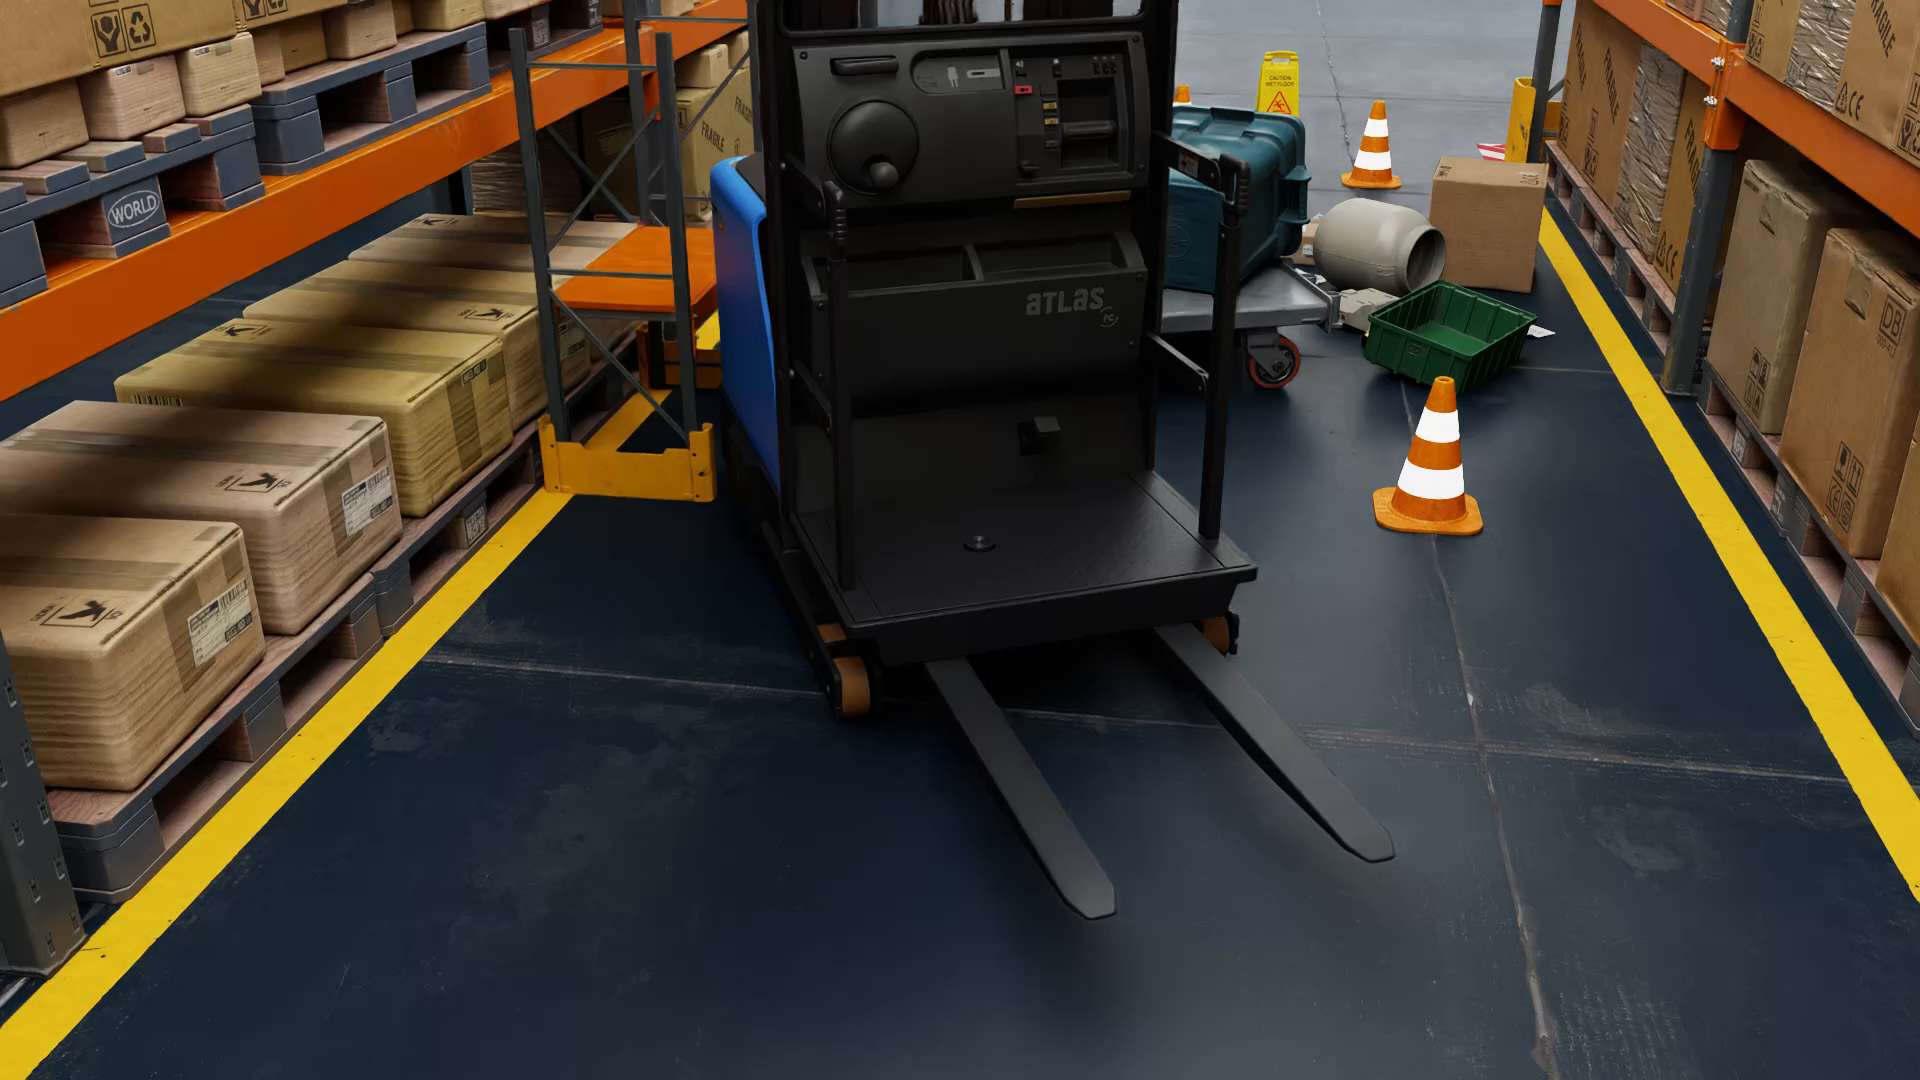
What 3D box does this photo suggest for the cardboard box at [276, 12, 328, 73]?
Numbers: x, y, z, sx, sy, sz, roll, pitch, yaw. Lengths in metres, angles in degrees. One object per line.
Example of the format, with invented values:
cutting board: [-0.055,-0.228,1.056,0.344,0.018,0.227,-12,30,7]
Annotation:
cardboard box: [-1.877,-1.299,4.289,0.380,0.149,0.250,5,26,11]

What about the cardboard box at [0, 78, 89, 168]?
cardboard box: [-2.003,-0.847,3.323,0.380,0.149,0.250,2,25,5]

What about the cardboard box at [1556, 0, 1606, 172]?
cardboard box: [3.843,-2.517,9.100,0.875,0.875,0.875,4,25,9]

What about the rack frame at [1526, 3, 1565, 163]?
rack frame: [3.889,-3.577,9.354,1.000,3.000,0.127,4,25,9]

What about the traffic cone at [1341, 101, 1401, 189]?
traffic cone: [2.401,-2.305,9.628,0.336,0.463,0.334,4,25,9]

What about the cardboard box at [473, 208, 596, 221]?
cardboard box: [-1.834,-1.416,7.484,0.500,0.250,0.500,5,26,11]

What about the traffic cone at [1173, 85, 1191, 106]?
traffic cone: [1.342,-2.525,10.099,0.336,0.463,0.334,4,25,9]

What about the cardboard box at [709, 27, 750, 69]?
cardboard box: [-1.140,-2.275,7.669,0.380,0.149,0.250,5,26,11]

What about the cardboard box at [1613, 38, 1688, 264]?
cardboard box: [3.550,-1.768,7.499,0.875,0.875,0.875,4,25,9]

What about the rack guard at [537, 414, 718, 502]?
rack guard: [-1.105,-0.274,5.540,0.587,0.250,0.087,4,25,8]

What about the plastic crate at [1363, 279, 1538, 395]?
plastic crate: [1.971,-0.820,6.713,0.450,0.188,0.662,29,36,30]

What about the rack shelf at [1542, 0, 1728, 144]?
rack shelf: [3.562,-2.415,7.720,1.077,0.370,4.000,4,25,9]

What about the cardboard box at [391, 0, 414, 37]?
cardboard box: [-1.802,-1.518,4.756,0.380,0.149,0.250,3,25,7]

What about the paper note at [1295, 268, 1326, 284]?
paper note: [1.652,-1.251,7.895,0.172,0.023,0.155,13,28,26]

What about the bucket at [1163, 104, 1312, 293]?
bucket: [0.983,-1.327,6.615,0.726,0.611,0.620,13,38,26]

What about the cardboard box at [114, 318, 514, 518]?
cardboard box: [-1.974,-0.394,5.157,0.950,0.372,0.625,5,26,10]

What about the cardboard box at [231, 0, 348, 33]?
cardboard box: [-1.858,-1.515,3.985,0.500,0.500,0.500,4,25,9]

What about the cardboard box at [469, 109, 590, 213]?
cardboard box: [-1.833,-1.756,7.326,0.500,0.500,0.500,4,25,8]

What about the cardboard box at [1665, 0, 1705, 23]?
cardboard box: [3.351,-2.359,6.574,0.875,0.550,0.550,4,25,9]

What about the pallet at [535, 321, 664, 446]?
pallet: [-1.791,-0.616,6.318,1.003,0.211,1.213,4,25,9]

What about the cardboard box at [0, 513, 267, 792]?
cardboard box: [-2.217,0.232,3.820,0.950,0.372,0.625,2,25,5]

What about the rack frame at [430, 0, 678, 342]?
rack frame: [-1.665,-2.205,6.422,1.000,3.000,0.127,4,25,9]

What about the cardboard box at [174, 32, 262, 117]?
cardboard box: [-1.847,-1.072,3.804,0.380,0.149,0.250,4,25,9]

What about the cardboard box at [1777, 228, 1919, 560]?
cardboard box: [3.061,-0.407,4.739,1.050,0.750,0.750,4,25,9]

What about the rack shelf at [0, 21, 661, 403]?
rack shelf: [-1.992,-1.043,4.788,1.077,0.370,4.000,4,25,9]

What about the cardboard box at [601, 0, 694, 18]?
cardboard box: [-1.297,-2.201,6.710,0.380,0.149,0.250,4,25,8]

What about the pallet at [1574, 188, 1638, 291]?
pallet: [3.633,-1.466,8.132,1.003,0.211,1.213,4,25,9]

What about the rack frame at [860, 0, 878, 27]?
rack frame: [-1.011,-3.878,9.996,1.000,3.000,0.127,4,25,9]

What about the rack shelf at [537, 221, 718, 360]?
rack shelf: [-1.029,-0.890,5.806,0.538,0.185,1.000,4,25,8]

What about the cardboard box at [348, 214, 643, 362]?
cardboard box: [-1.748,-0.986,6.421,0.950,0.372,0.625,4,25,9]

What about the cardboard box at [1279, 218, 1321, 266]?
cardboard box: [1.699,-1.513,8.168,0.396,0.266,0.258,8,26,18]

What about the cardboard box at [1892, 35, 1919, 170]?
cardboard box: [2.634,-1.116,3.978,0.500,0.500,0.500,4,25,9]

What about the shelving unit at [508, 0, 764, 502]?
shelving unit: [-1.030,-1.049,5.721,0.587,1.500,1.083,4,25,8]

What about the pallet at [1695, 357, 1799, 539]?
pallet: [3.183,-0.313,5.671,1.003,0.211,1.213,4,25,9]

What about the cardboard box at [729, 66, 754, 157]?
cardboard box: [-1.226,-1.942,7.725,0.500,0.500,0.500,5,26,11]

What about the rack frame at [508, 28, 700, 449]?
rack frame: [-1.105,-0.840,5.274,0.500,1.500,0.032,4,25,8]

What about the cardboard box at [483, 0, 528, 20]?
cardboard box: [-1.582,-1.721,5.189,0.380,0.149,0.250,4,25,9]

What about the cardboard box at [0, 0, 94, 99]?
cardboard box: [-2.017,-1.074,3.043,0.500,0.500,0.500,3,25,7]

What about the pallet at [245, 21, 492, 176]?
pallet: [-2.036,-1.276,4.664,1.003,0.211,1.213,4,25,9]

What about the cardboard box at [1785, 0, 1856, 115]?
cardboard box: [2.802,-1.537,4.878,0.500,0.500,0.500,4,25,9]

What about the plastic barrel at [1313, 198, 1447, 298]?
plastic barrel: [1.907,-1.318,7.567,0.421,0.421,0.512,-20,32,-36]

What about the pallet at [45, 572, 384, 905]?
pallet: [-2.190,0.404,4.138,1.003,0.211,1.213,4,25,9]

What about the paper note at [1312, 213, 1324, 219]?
paper note: [1.964,-1.711,8.871,0.144,0.017,0.142,13,28,26]

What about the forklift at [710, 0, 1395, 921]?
forklift: [0.109,-1.056,4.049,1.130,2.935,3.031,-8,26,-16]
